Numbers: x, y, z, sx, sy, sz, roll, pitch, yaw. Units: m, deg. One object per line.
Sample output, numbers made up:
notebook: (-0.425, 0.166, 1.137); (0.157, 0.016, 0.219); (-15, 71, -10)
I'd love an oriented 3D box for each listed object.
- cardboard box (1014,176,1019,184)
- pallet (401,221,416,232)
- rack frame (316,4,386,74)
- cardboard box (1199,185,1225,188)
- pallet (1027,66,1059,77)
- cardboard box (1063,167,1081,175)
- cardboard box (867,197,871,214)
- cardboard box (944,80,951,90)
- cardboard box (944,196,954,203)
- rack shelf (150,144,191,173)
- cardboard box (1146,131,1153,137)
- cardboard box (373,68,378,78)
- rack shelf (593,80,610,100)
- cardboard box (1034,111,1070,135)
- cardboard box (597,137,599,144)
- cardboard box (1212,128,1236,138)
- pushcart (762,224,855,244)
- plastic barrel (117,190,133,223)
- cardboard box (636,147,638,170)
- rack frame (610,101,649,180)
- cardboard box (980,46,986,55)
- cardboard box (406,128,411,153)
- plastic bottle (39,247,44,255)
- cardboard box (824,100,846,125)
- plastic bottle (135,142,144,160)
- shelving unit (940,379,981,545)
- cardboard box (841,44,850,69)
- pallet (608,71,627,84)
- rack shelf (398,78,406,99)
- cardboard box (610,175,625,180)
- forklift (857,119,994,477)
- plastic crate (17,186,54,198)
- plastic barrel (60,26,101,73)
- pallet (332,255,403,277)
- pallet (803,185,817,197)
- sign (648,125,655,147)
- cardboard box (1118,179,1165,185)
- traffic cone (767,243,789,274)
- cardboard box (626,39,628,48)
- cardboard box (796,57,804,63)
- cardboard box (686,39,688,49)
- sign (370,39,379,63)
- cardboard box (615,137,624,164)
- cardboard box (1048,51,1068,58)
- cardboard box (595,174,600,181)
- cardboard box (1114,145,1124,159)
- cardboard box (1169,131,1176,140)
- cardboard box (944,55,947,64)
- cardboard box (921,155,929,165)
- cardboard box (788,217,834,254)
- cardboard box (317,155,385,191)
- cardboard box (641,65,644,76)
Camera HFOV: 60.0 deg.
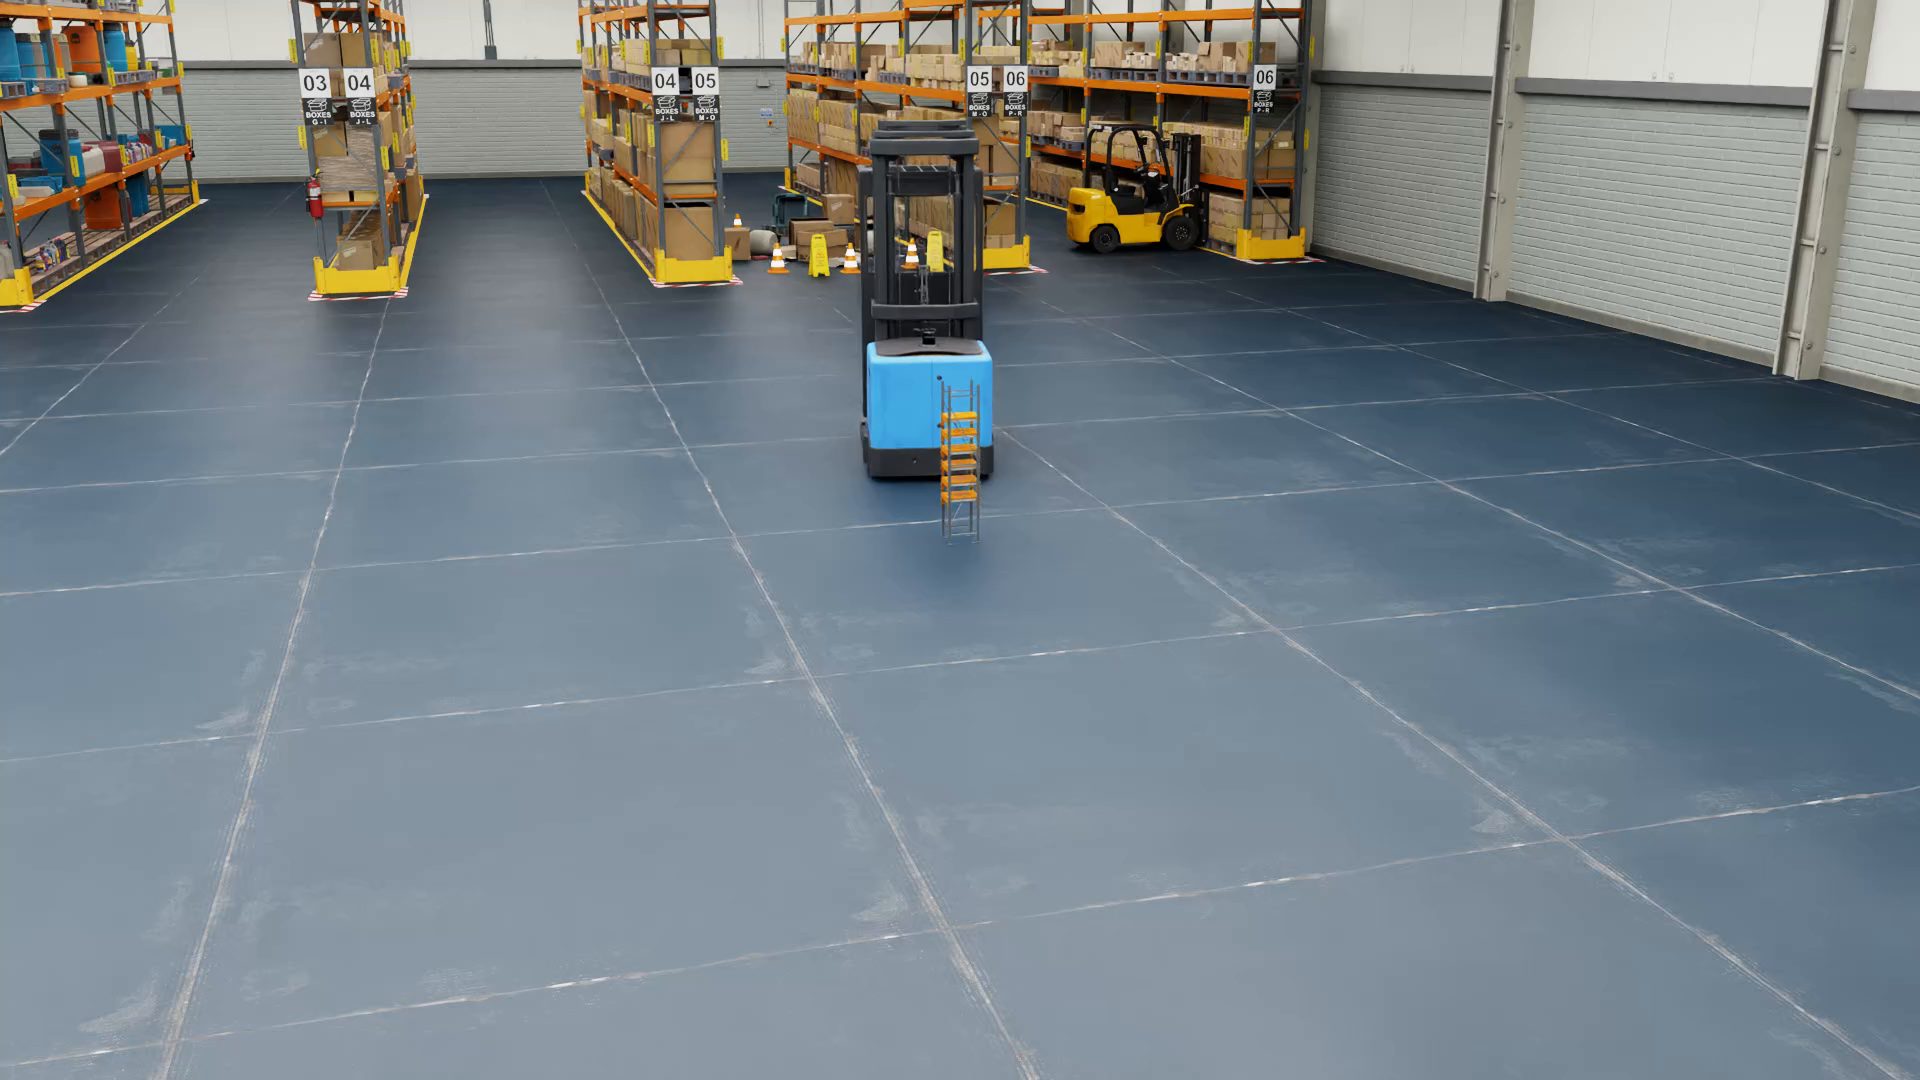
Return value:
cardboard box: (1.514, -8.759, 40.421); (0.396, 0.266, 0.258); (-4, 17, -13)
pallet: (-11.297, -6.243, 32.870); (1.003, 0.211, 1.213); (-5, 17, -15)
rack frame: (-10.054, -9.121, 27.176); (1.000, 3.000, 0.127); (-5, 17, -15)
cardboard box: (4.721, -6.529, 31.284); (0.500, 0.250, 0.500); (-5, 17, -16)
pallet: (2.159, -10.799, 38.301); (1.213, 0.211, 1.003); (-5, 17, -15)
cardboard box: (2.535, -8.258, 37.217); (0.380, 0.149, 0.250); (-5, 17, -16)
cardboard box: (-1.479, -6.924, 34.126); (0.950, 0.372, 0.625); (-6, 18, -19)
cardboard box: (-0.053, -7.601, 27.766); (0.380, 0.149, 0.250); (-5, 17, -16)
cardboard box: (-0.062, -5.777, 28.087); (0.380, 0.149, 0.250); (-4, 17, -14)
rack shelf: (-17.564, -8.278, 36.048); (1.077, 0.370, 4.000); (-5, 17, -15)
cardboard box: (3.850, -7.931, 32.339); (0.380, 0.149, 0.250); (-5, 17, -16)
cardboard box: (-8.786, -6.871, 24.467); (0.380, 0.149, 0.250); (-4, 17, -14)
rack shelf: (-6.906, -9.364, 34.449); (1.077, 0.370, 4.000); (-5, 17, -15)
cardboard box: (2.108, -9.592, 38.268); (0.700, 0.500, 0.500); (-5, 17, -15)
cardboard box: (-7.359, -8.330, 34.676); (0.380, 0.149, 0.250); (-6, 18, -18)
cardboard box: (4.674, -7.176, 29.310); (0.380, 0.149, 0.250); (-4, 17, -14)
pushcart: (-2.704, -5.582, 30.379); (1.648, 0.377, 0.936); (-12, 20, -34)
plastic barrel: (-16.377, -6.456, 32.191); (0.600, 0.588, 0.708); (-5, 17, -15)
cardboard box: (-5.144, -6.583, 28.893); (0.875, 0.550, 0.550); (-5, 17, -15)
rack frame: (-6.356, -7.719, 32.935); (1.000, 3.000, 0.127); (-5, 17, -15)
cardboard box: (0.829, -12.349, 42.008); (0.500, 0.250, 0.500); (-5, 17, -16)
cardboard box: (-11.861, -8.401, 35.033); (0.500, 0.500, 0.500); (-5, 17, -15)
plastic bottle: (-14.282, -4.415, 25.892); (0.061, 0.283, 0.133); (-5, 17, -15)
cardboard box: (-2.713, -9.488, 36.914); (0.500, 0.500, 0.500); (-5, 17, -16)
plastic bottle: (-16.397, -7.766, 33.179); (0.144, 0.351, 0.185); (-5, 17, -15)
shelving unit: (0.004, -0.571, 12.266); (0.258, 1.200, 0.189); (-5, 17, -15)
cardboard box: (-2.079, -10.083, 34.686); (0.700, 0.500, 0.500); (-6, 18, -18)
pallet: (-6.128, -8.891, 31.952); (1.213, 0.211, 1.003); (-4, 17, -13)
rack shelf: (-11.703, -9.000, 33.236); (1.077, 0.370, 4.000); (-5, 17, -15)
cardboard box: (-6.796, -7.250, 33.687); (0.500, 0.250, 0.500); (-5, 17, -17)
forklift: (-0.361, -2.310, 15.049); (1.130, 2.935, 3.031); (-1, 17, -5)
plastic crate: (-14.126, -5.301, 25.345); (0.530, 0.136, 0.437); (-5, 17, -15)
plastic barrel: (-16.068, -8.964, 30.389); (0.600, 0.830, 0.708); (-5, 17, -15)
pallet: (-9.496, -4.392, 26.706); (1.003, 0.211, 1.213); (-5, 17, -15)
pallet: (-3.197, -8.464, 40.262); (1.003, 0.211, 1.213); (-5, 17, -15)
sign: (-4.683, -6.135, 25.237); (0.100, 0.325, 0.005); (-5, 17, -15)
cardboard box: (3.678, -7.056, 34.124); (0.875, 0.625, 0.625); (-5, 18, -18)
traffic cone: (-2.938, -4.550, 26.796); (0.336, 0.463, 0.334); (-5, 17, -15)
cardboard box: (-5.413, -8.362, 28.007); (0.380, 0.149, 0.250); (-5, 17, -16)
cardboard box: (-3.745, -11.597, 40.165); (0.380, 0.149, 0.250); (-4, 17, -13)
cardboard box: (-4.011, -7.640, 25.605); (0.380, 0.149, 0.250); (-5, 17, -15)
sign: (-8.433, -7.040, 23.941); (0.100, 0.325, 0.005); (-5, 17, -15)
cardboard box: (-6.350, -7.481, 31.969); (0.500, 0.500, 0.500); (-5, 17, -16)
cardboard box: (2.188, -10.807, 37.018); (0.380, 0.149, 0.250); (-5, 17, -15)
cardboard box: (-8.147, -8.305, 38.078); (0.380, 0.149, 0.250); (-6, 18, -18)
cardboard box: (3.456, -7.893, 33.774); (0.500, 0.250, 0.500); (-4, 17, -13)
cardboard box: (4.153, -7.603, 31.249); (0.380, 0.149, 0.250); (-4, 17, -14)
cardboard box: (-0.052, -8.054, 27.888); (0.380, 0.149, 0.250); (-5, 17, -17)
cardboard box: (-0.387, -6.801, 29.190); (0.500, 0.500, 0.500); (-5, 17, -16)
cardboard box: (-2.608, -5.338, 29.114); (0.797, 0.637, 0.503); (-5, 17, -15)
cardboard box: (-9.079, -5.487, 24.812); (0.875, 0.500, 0.500); (-5, 17, -15)
cardboard box: (-4.784, -7.347, 26.016); (0.380, 0.149, 0.250); (-5, 17, -15)
